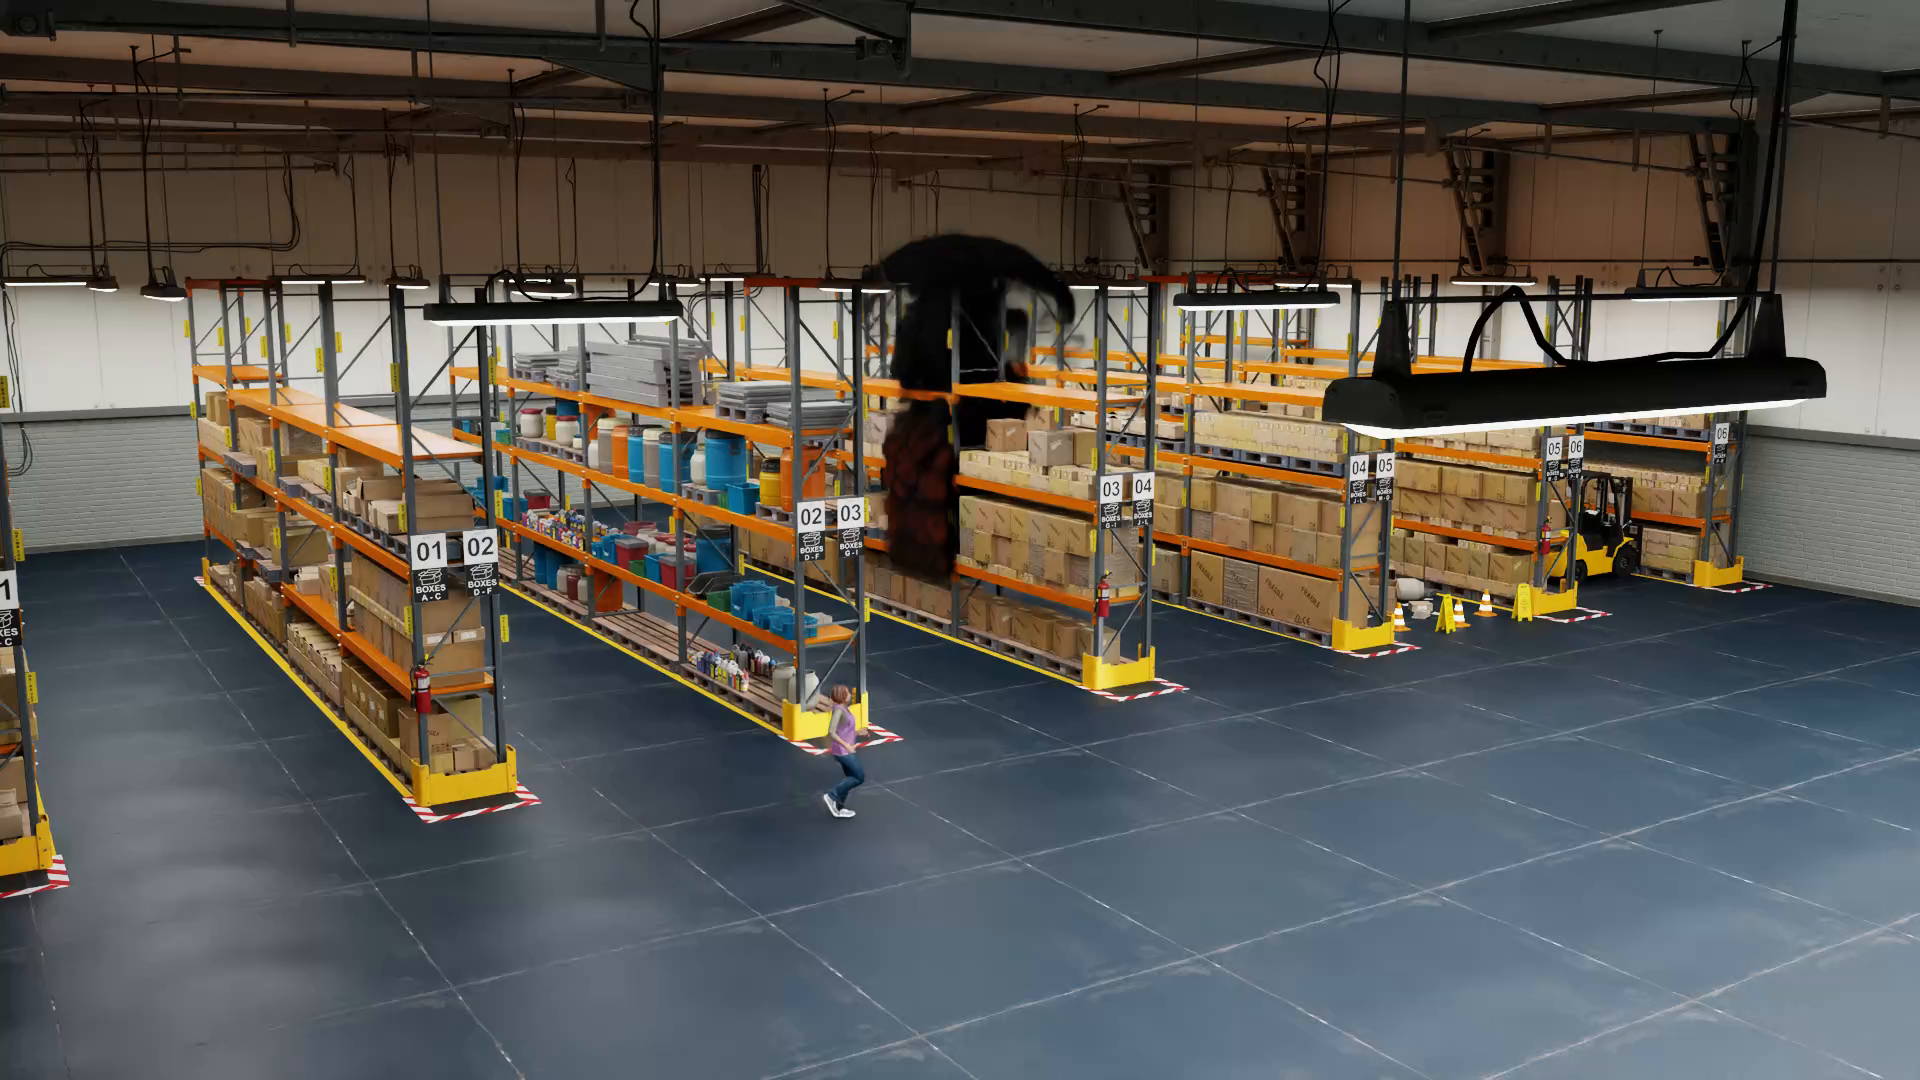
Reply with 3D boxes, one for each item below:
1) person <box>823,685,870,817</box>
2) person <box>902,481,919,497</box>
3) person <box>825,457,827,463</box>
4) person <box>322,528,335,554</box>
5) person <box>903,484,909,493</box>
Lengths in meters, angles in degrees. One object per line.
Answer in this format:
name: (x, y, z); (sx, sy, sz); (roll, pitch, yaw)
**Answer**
person: (-1.291, 2.422, 18.980); (0.541, 1.533, 0.532); (-1, 10, -5)
person: (-1.063, -0.514, 36.009); (0.537, 1.515, 0.894); (-7, 12, -34)
person: (-3.406, -1.180, 40.015); (0.720, 1.679, 0.621); (-2, 10, -9)
person: (-12.896, -0.152, 33.752); (0.767, 1.722, 0.714); (7, 12, 35)
person: (-1.385, -1.602, 42.348); (0.884, 1.685, 0.559); (-8, 12, -40)
